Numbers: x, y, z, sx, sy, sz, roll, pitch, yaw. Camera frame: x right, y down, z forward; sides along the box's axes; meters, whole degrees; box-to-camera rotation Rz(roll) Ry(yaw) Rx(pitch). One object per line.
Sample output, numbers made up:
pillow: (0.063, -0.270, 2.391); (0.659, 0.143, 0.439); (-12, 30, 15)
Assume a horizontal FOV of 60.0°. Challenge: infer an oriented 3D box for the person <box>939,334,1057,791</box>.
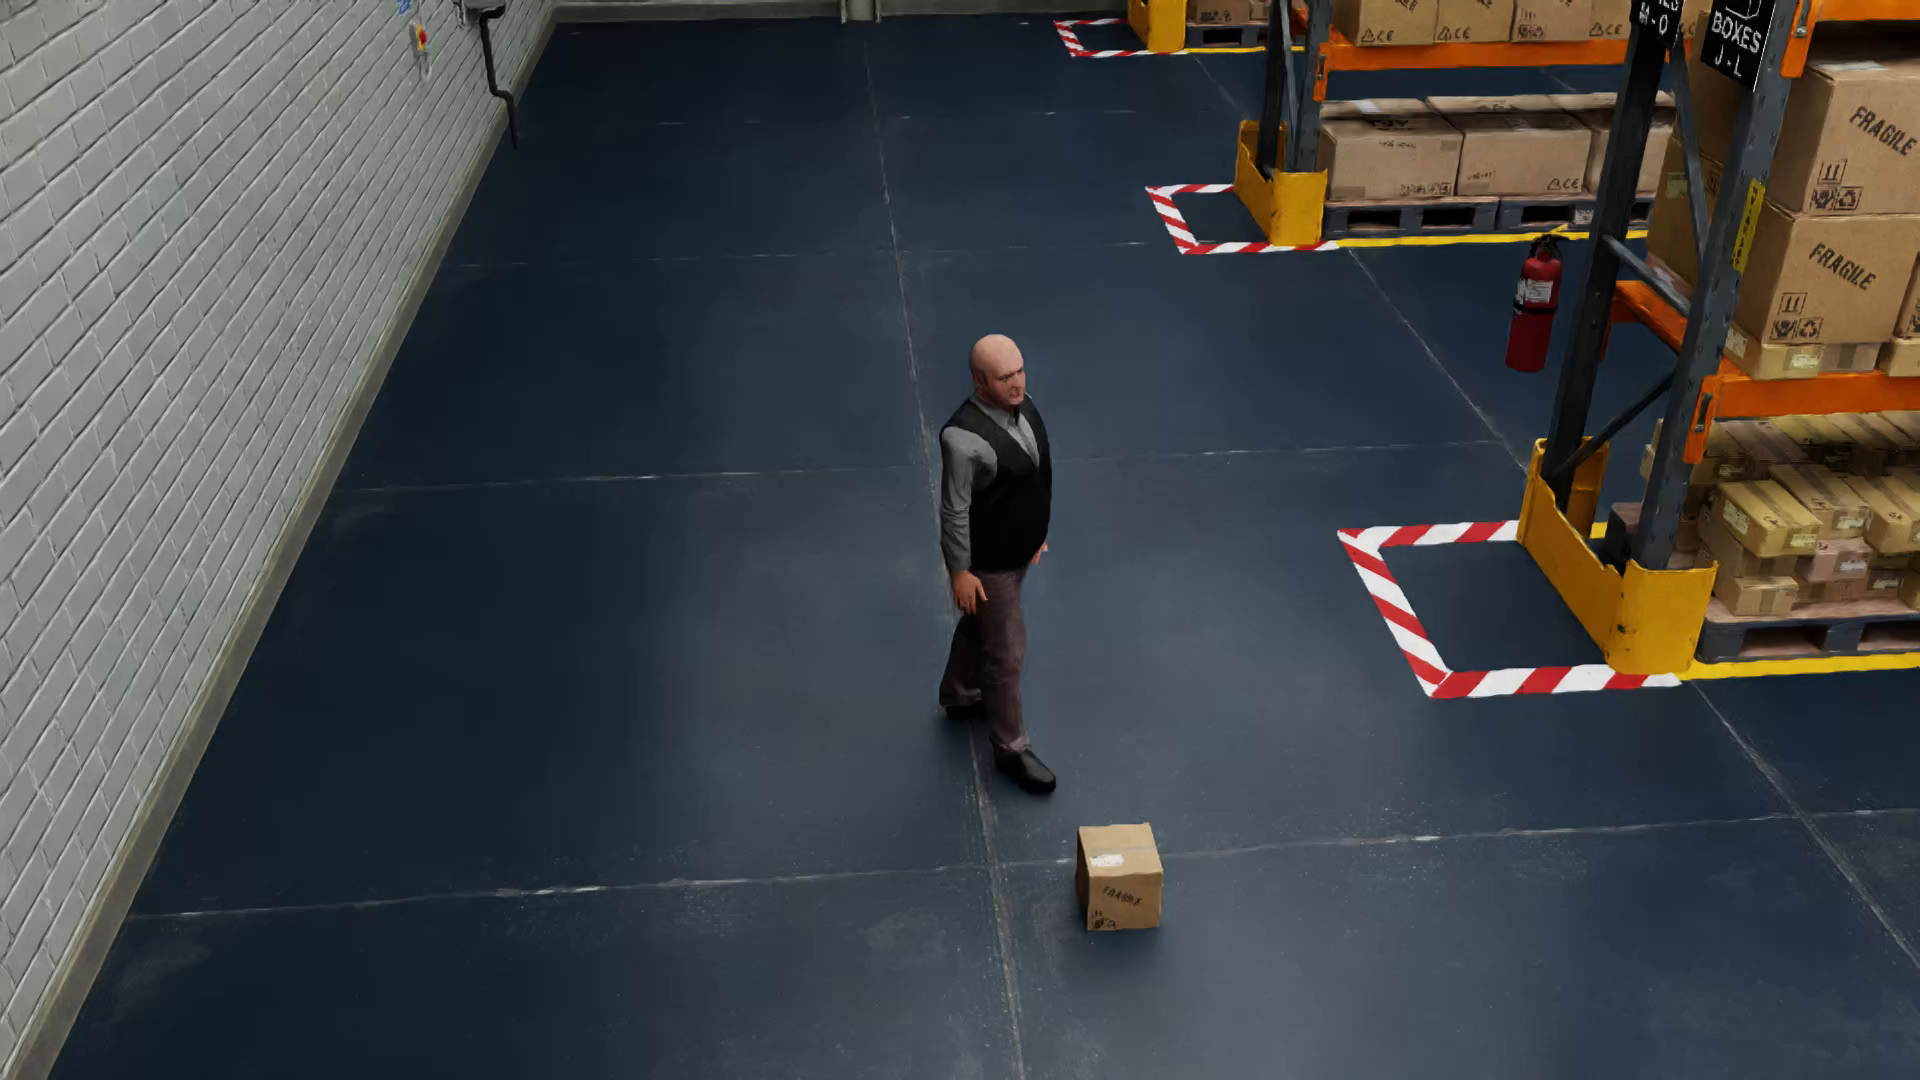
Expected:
person: (0.169, 0.050, 6.066); (0.596, 1.723, 0.538); (13, 33, 20)
